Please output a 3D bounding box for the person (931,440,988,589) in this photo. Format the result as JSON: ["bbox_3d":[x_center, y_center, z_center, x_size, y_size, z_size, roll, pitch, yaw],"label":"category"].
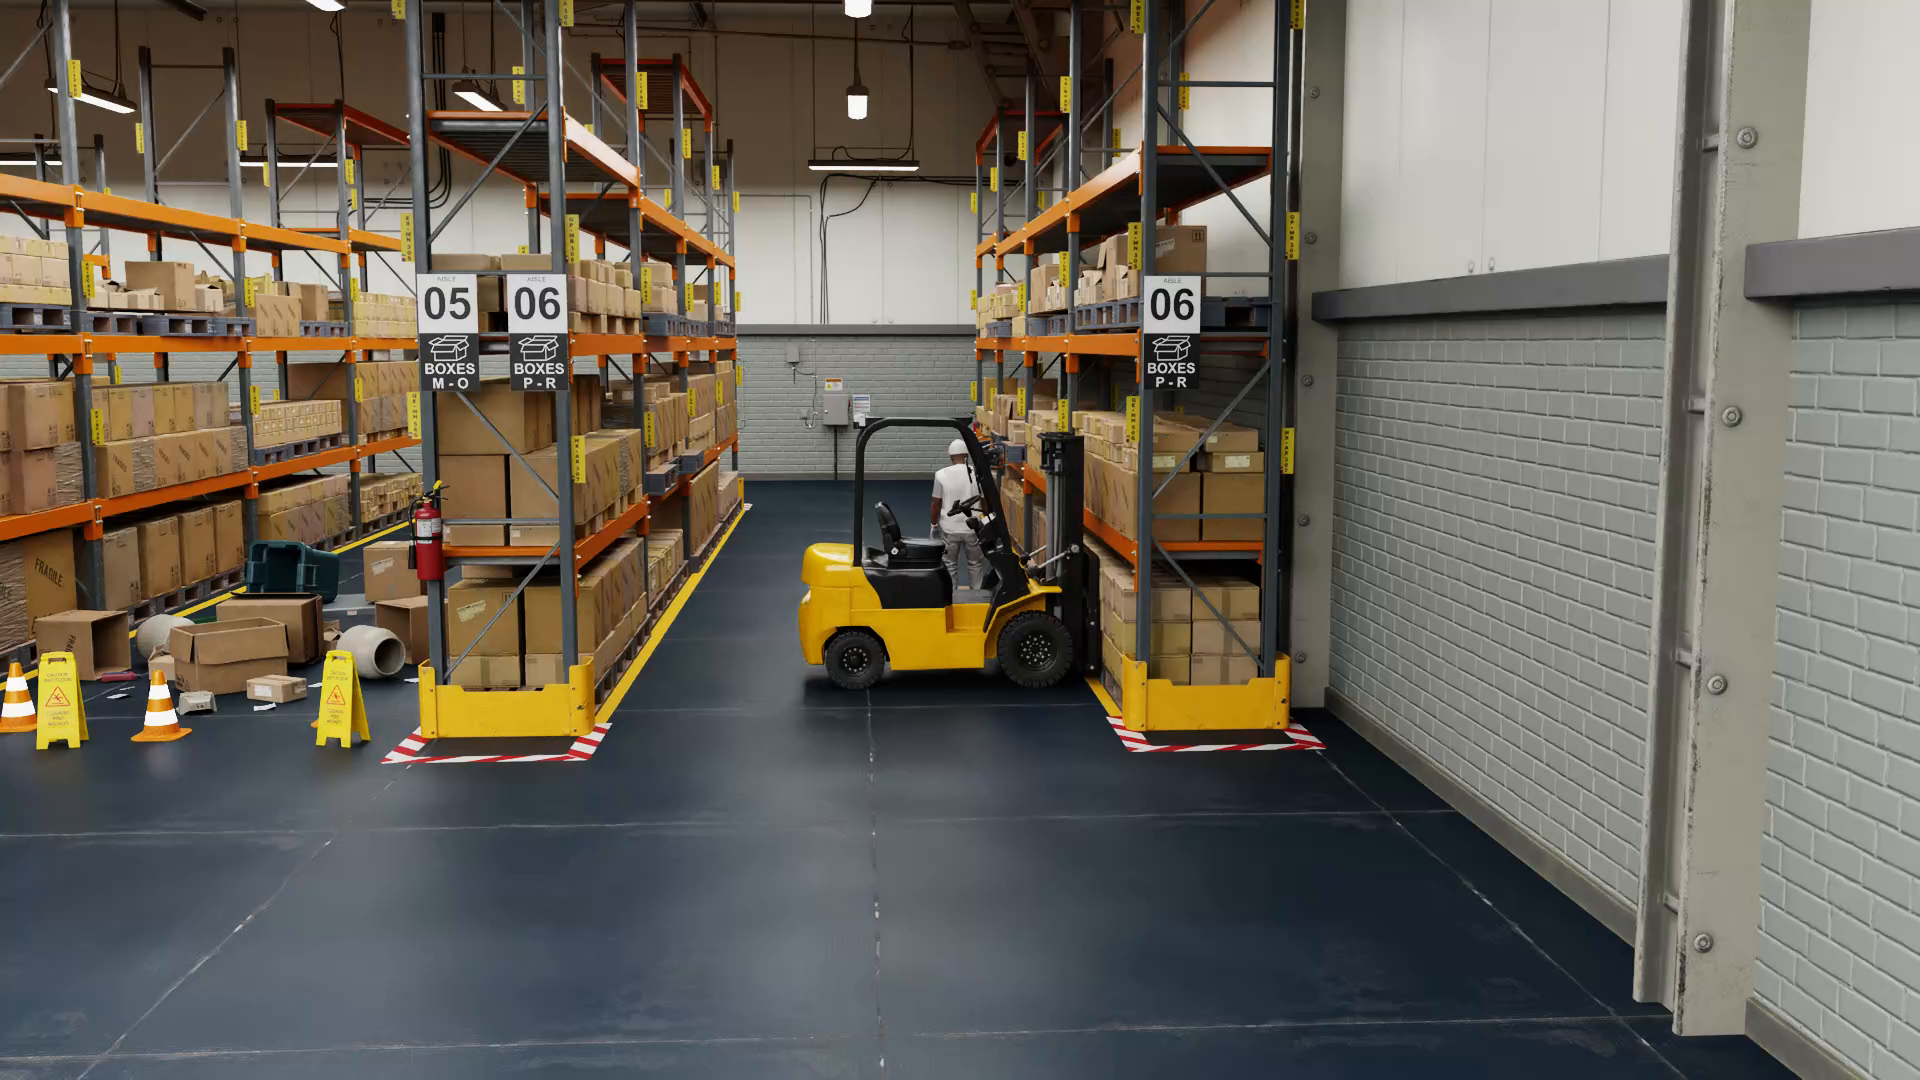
[{"bbox_3d":[0.016,-0.115,16.664,0.619,1.774,0.446,0,7,-3],"label":"person"}]
